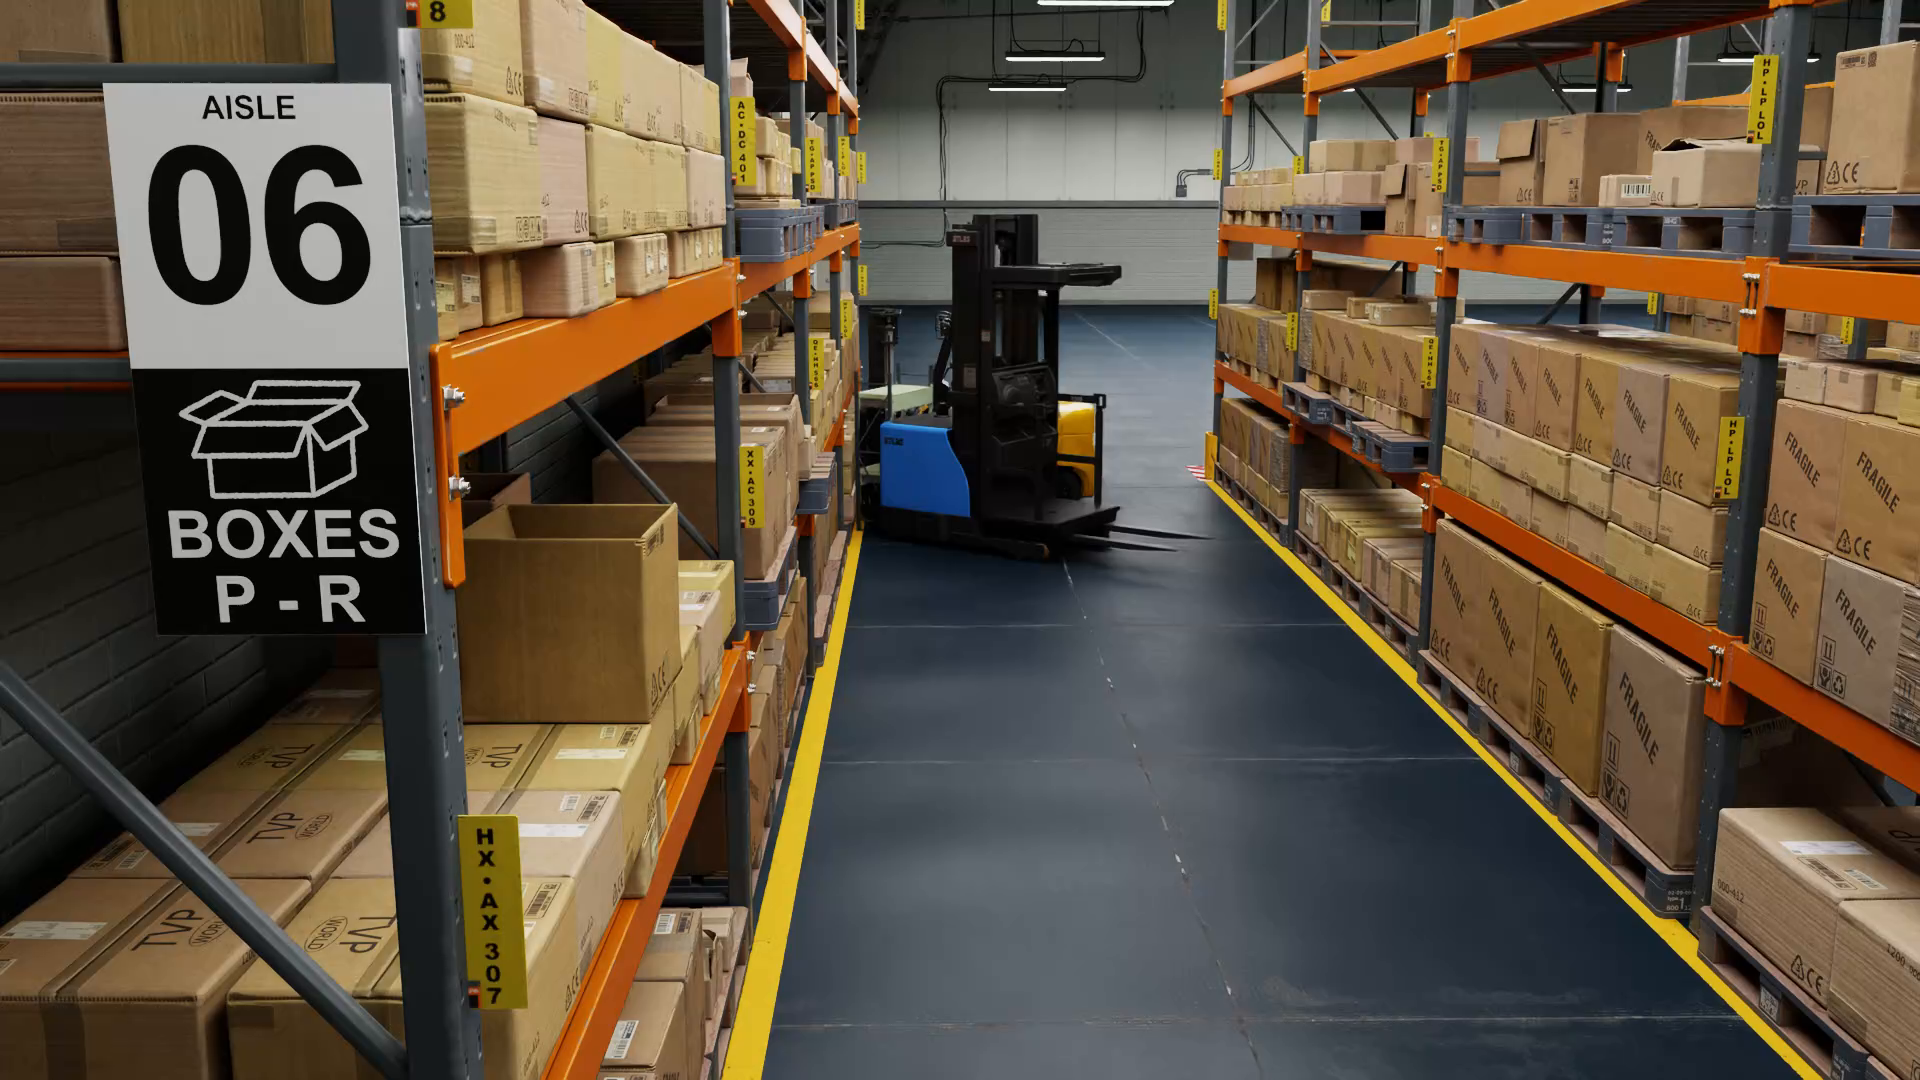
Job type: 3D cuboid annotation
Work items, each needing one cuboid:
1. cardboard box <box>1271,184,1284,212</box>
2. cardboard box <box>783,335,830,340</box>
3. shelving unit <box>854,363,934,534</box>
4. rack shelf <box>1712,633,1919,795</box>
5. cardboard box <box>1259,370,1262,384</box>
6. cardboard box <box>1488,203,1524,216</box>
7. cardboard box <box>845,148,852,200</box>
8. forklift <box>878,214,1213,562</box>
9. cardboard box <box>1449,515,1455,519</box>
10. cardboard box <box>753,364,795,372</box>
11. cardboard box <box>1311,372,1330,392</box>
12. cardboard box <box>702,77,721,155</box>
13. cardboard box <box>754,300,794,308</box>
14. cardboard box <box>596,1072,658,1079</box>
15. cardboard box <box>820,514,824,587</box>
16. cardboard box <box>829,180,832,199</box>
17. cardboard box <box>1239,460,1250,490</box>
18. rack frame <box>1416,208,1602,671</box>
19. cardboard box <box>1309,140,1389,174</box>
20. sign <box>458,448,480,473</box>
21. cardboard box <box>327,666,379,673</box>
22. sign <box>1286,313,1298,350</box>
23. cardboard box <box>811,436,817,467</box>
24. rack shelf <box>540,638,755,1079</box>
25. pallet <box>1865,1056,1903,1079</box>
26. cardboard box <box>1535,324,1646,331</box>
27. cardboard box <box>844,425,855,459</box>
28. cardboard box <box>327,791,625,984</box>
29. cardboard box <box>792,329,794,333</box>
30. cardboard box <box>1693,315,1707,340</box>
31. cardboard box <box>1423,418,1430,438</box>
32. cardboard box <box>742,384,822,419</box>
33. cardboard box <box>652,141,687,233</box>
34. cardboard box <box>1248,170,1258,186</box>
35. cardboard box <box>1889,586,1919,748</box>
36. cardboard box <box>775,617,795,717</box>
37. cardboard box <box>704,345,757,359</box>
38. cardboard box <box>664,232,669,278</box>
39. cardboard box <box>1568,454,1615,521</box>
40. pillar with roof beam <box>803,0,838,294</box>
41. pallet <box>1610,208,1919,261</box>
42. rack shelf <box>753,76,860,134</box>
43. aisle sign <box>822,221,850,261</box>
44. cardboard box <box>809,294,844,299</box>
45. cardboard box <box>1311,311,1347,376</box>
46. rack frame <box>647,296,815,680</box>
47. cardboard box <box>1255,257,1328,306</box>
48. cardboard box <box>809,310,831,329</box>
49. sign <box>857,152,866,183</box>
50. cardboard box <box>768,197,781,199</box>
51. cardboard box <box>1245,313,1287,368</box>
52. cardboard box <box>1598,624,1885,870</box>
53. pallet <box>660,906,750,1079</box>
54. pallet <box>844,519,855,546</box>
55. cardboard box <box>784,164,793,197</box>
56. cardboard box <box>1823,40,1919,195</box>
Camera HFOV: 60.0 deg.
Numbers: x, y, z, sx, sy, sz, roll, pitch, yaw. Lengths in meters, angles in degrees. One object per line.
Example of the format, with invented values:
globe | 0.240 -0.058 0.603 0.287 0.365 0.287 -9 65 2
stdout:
cardboard box | 3.142 -3.120 15.172 0.500 0.250 0.500 0 11 -2
cardboard box | -1.278 -1.619 13.801 0.380 0.149 0.250 0 11 -2
shelving unit | -0.613 -0.875 15.717 0.431 1.500 0.755 7 14 30
rack shelf | 3.639 0.949 4.835 1.077 0.370 4.000 0 11 -1
cardboard box | 3.121 -1.583 16.143 0.380 0.149 0.250 0 11 -2
cardboard box | 3.673 -2.114 10.920 0.396 0.266 0.258 0 11 -1
cardboard box | -1.439 -3.648 16.583 0.700 0.500 0.500 0 11 -1
forklift | 0.744 -1.362 14.593 3.031 2.935 1.130 8 14 35
cardboard box | 4.770 -0.386 15.888 0.500 0.500 0.500 9 15 38
cardboard box | -1.198 -1.110 11.295 0.380 0.149 0.250 0 11 0
cardboard box | 3.124 -1.313 13.753 0.380 0.149 0.250 0 11 0
cardboard box | -1.114 -1.468 5.767 0.500 0.250 0.500 0 11 -1
cardboard box | -1.807 -2.250 16.165 0.380 0.149 0.250 0 11 0
cardboard box | -1.179 1.743 4.346 0.700 0.500 0.500 0 11 1
cardboard box | -1.482 -0.005 12.644 0.875 0.625 0.625 -1 11 -4
cardboard box | -1.204 -2.754 13.062 0.380 0.149 0.250 0 11 -1
cardboard box | 3.117 -0.673 16.882 0.500 0.250 0.500 1 11 3
rack frame | 3.515 -0.596 10.643 1.000 3.000 0.127 0 11 -1
cardboard box | 3.064 -3.022 13.119 0.500 0.250 0.500 0 11 -2
sign | -1.920 -0.344 6.490 0.100 0.325 0.005 0 11 -1
cardboard box | -1.599 0.450 5.117 0.500 0.250 0.500 0 11 0
sign | 2.890 -1.812 14.458 0.100 0.325 0.005 0 11 -1
cardboard box | -1.051 -0.528 9.886 0.380 0.149 0.250 0 11 0
rack shelf | -1.324 0.970 4.731 1.077 0.370 4.000 0 11 -1
pallet | 3.563 1.960 5.056 1.003 0.211 1.213 0 11 -1
cardboard box | 3.787 -1.033 10.032 0.500 0.500 0.500 -1 11 -3
cardboard box | -1.227 -0.917 15.572 0.500 0.250 0.500 0 11 -1
cardboard box | -1.033 0.752 3.629 0.500 0.250 0.500 0 11 -1
cardboard box | -1.831 -1.811 16.379 0.500 0.500 0.500 0 11 0
cardboard box | 8.383 -2.117 17.765 0.875 0.550 0.550 0 11 -1
cardboard box | 3.273 -0.743 10.943 0.380 0.149 0.250 0 11 1
cardboard box | -1.222 -0.935 11.434 0.500 0.250 0.500 0 11 1
cardboard box | -1.084 -1.022 4.828 0.500 0.250 0.500 0 11 0
cardboard box | 3.073 -3.601 16.538 0.380 0.149 0.250 0 11 0
cardboard box | 3.356 0.444 5.268 0.500 0.500 0.500 0 11 -1
cardboard box | -1.211 0.731 9.332 0.500 0.500 0.500 0 11 1
cardboard box | -1.764 -1.412 12.785 0.380 0.149 0.250 0 11 -2
cardboard box | -1.087 -0.852 4.993 0.380 0.149 0.250 0 11 1
cardboard box | 3.311 -0.261 8.113 0.500 0.250 0.500 0 11 0
pillar with roof beam | 1.556 -7.366 28.925 9.100 9.000 0.548 0 11 -1
pallet | 3.529 -1.359 7.342 0.805 0.209 1.217 -1 11 -3
rack shelf | -1.572 -4.159 15.933 1.077 0.370 4.000 0 11 -1
aisle sign | -1.321 -3.453 18.189 0.394 0.787 0.004 0 11 -1
cardboard box | -1.396 -2.457 17.184 0.380 0.149 0.250 0 11 -1
cardboard box | 3.166 -1.598 13.525 0.500 0.500 0.500 0 11 -1
rack frame | -1.448 -0.575 10.539 1.000 3.000 0.127 0 11 -1
cardboard box | 3.578 -2.770 17.847 0.700 0.500 0.500 -1 11 -3
cardboard box | -1.240 -1.947 14.672 0.380 0.149 0.250 0 11 0
sign | -1.070 -4.030 17.996 0.100 0.325 0.005 0 11 -1
cardboard box | -1.185 -1.944 9.118 0.380 0.149 0.250 0 11 -1
cardboard box | 3.126 -1.980 16.468 0.500 0.500 0.500 0 11 -2
cardboard box | 3.505 0.912 7.499 0.875 0.875 0.875 0 11 1
pallet | -1.352 1.724 6.224 1.003 0.211 1.213 0 11 -1
pallet | -1.505 -0.162 15.515 1.003 0.211 1.213 0 11 -1
cardboard box | -0.993 -1.696 7.845 0.380 0.149 0.250 0 11 0
cardboard box | 3.400 -1.457 5.783 0.500 0.500 0.500 0 11 0
